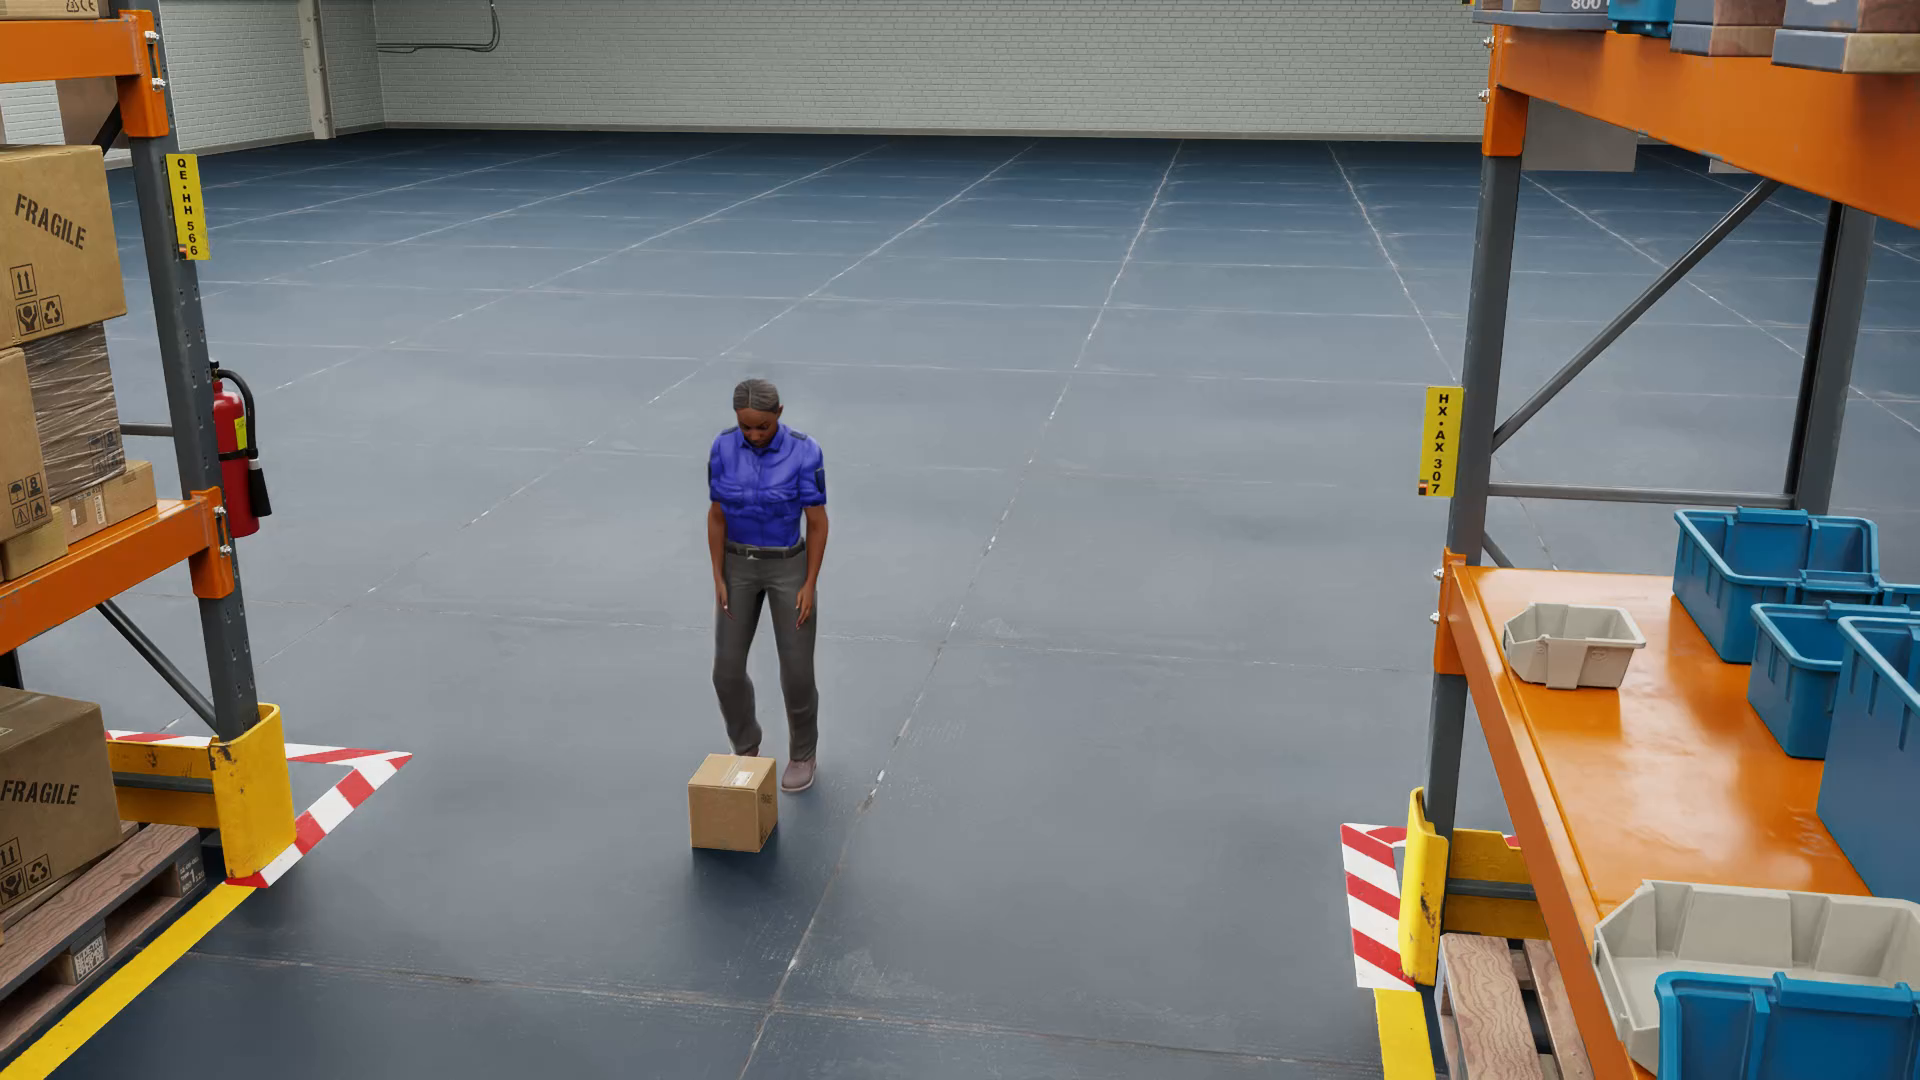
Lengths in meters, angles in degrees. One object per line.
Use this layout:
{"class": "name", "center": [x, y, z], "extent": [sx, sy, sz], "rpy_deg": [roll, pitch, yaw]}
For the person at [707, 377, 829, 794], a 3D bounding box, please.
{"class": "person", "center": [-0.705, 0.157, 6.198], "extent": [0.461, 1.599, 0.393], "rpy_deg": [3, 18, 10]}
